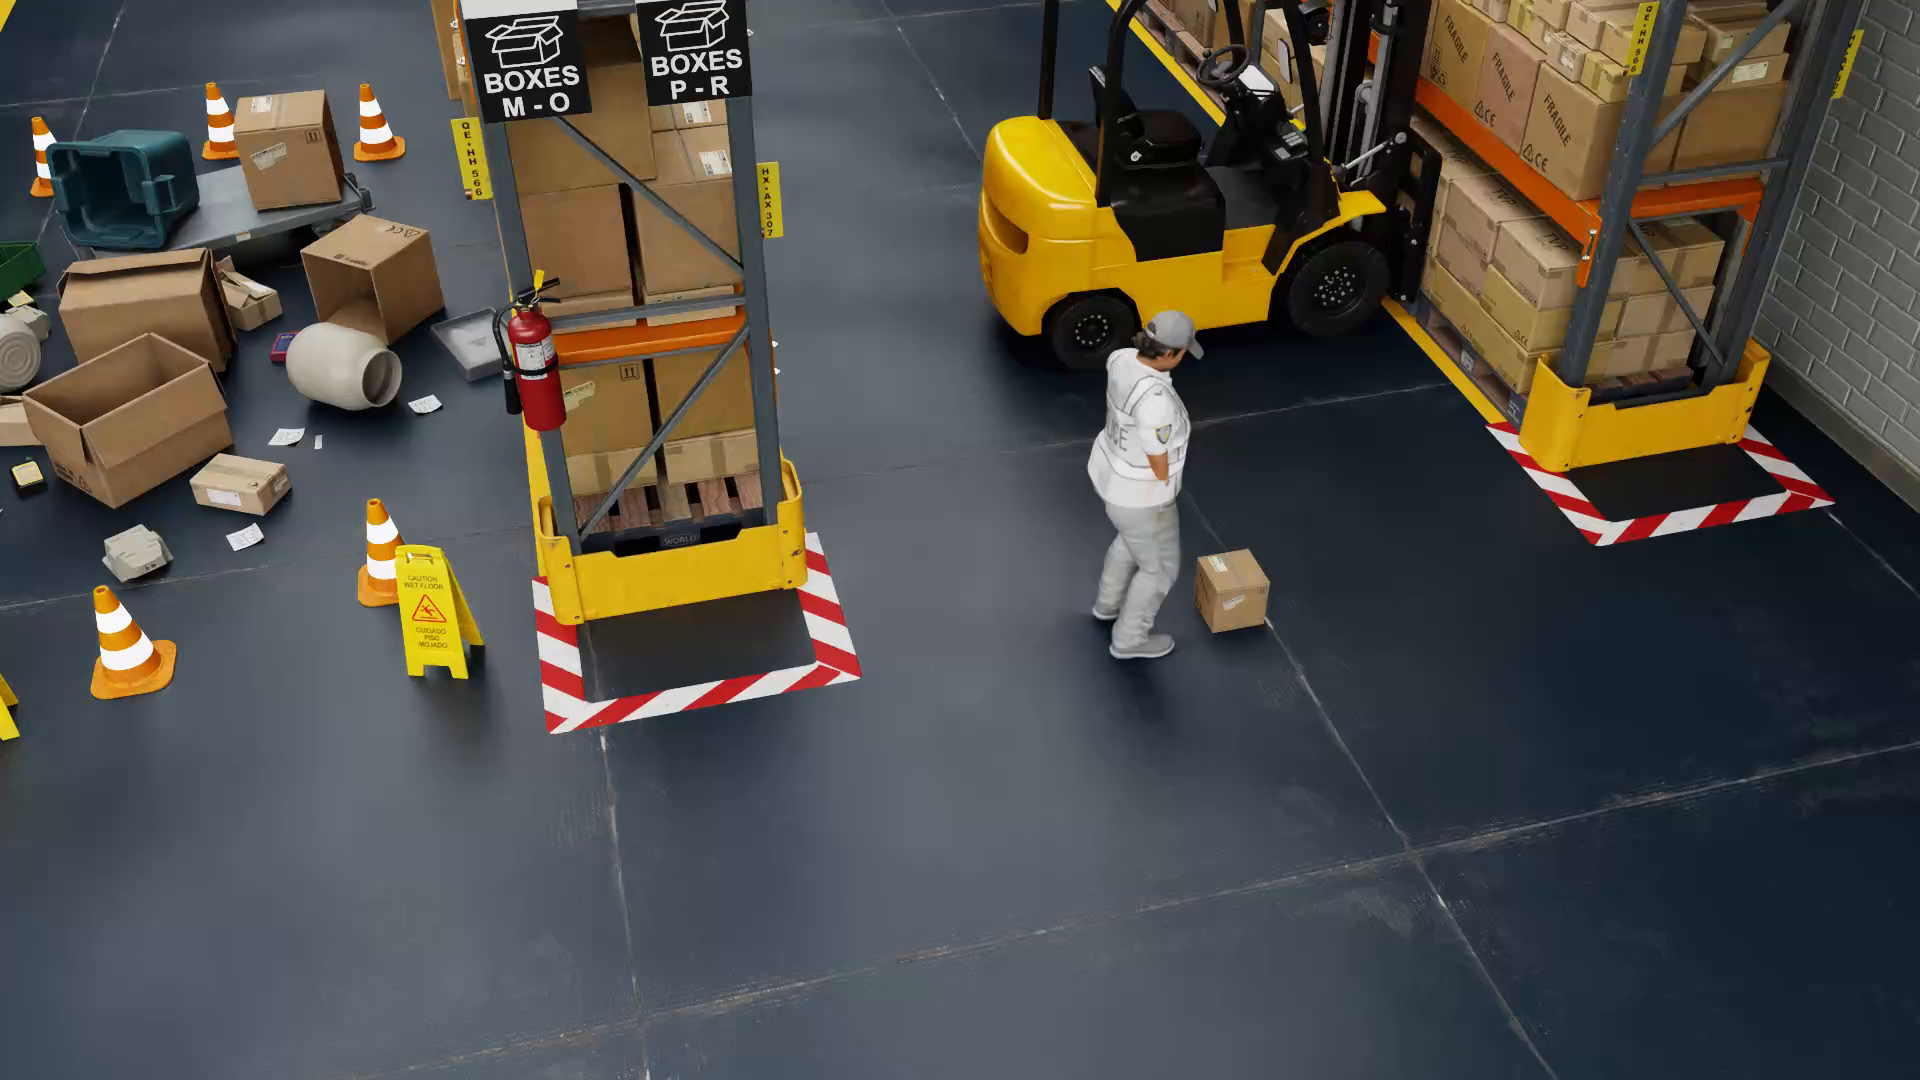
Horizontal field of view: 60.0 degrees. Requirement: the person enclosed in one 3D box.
[{"bbox_3d":[0.771,-0.242,7.048,0.433,1.638,0.486,-9,39,-11],"label":"person"}]
